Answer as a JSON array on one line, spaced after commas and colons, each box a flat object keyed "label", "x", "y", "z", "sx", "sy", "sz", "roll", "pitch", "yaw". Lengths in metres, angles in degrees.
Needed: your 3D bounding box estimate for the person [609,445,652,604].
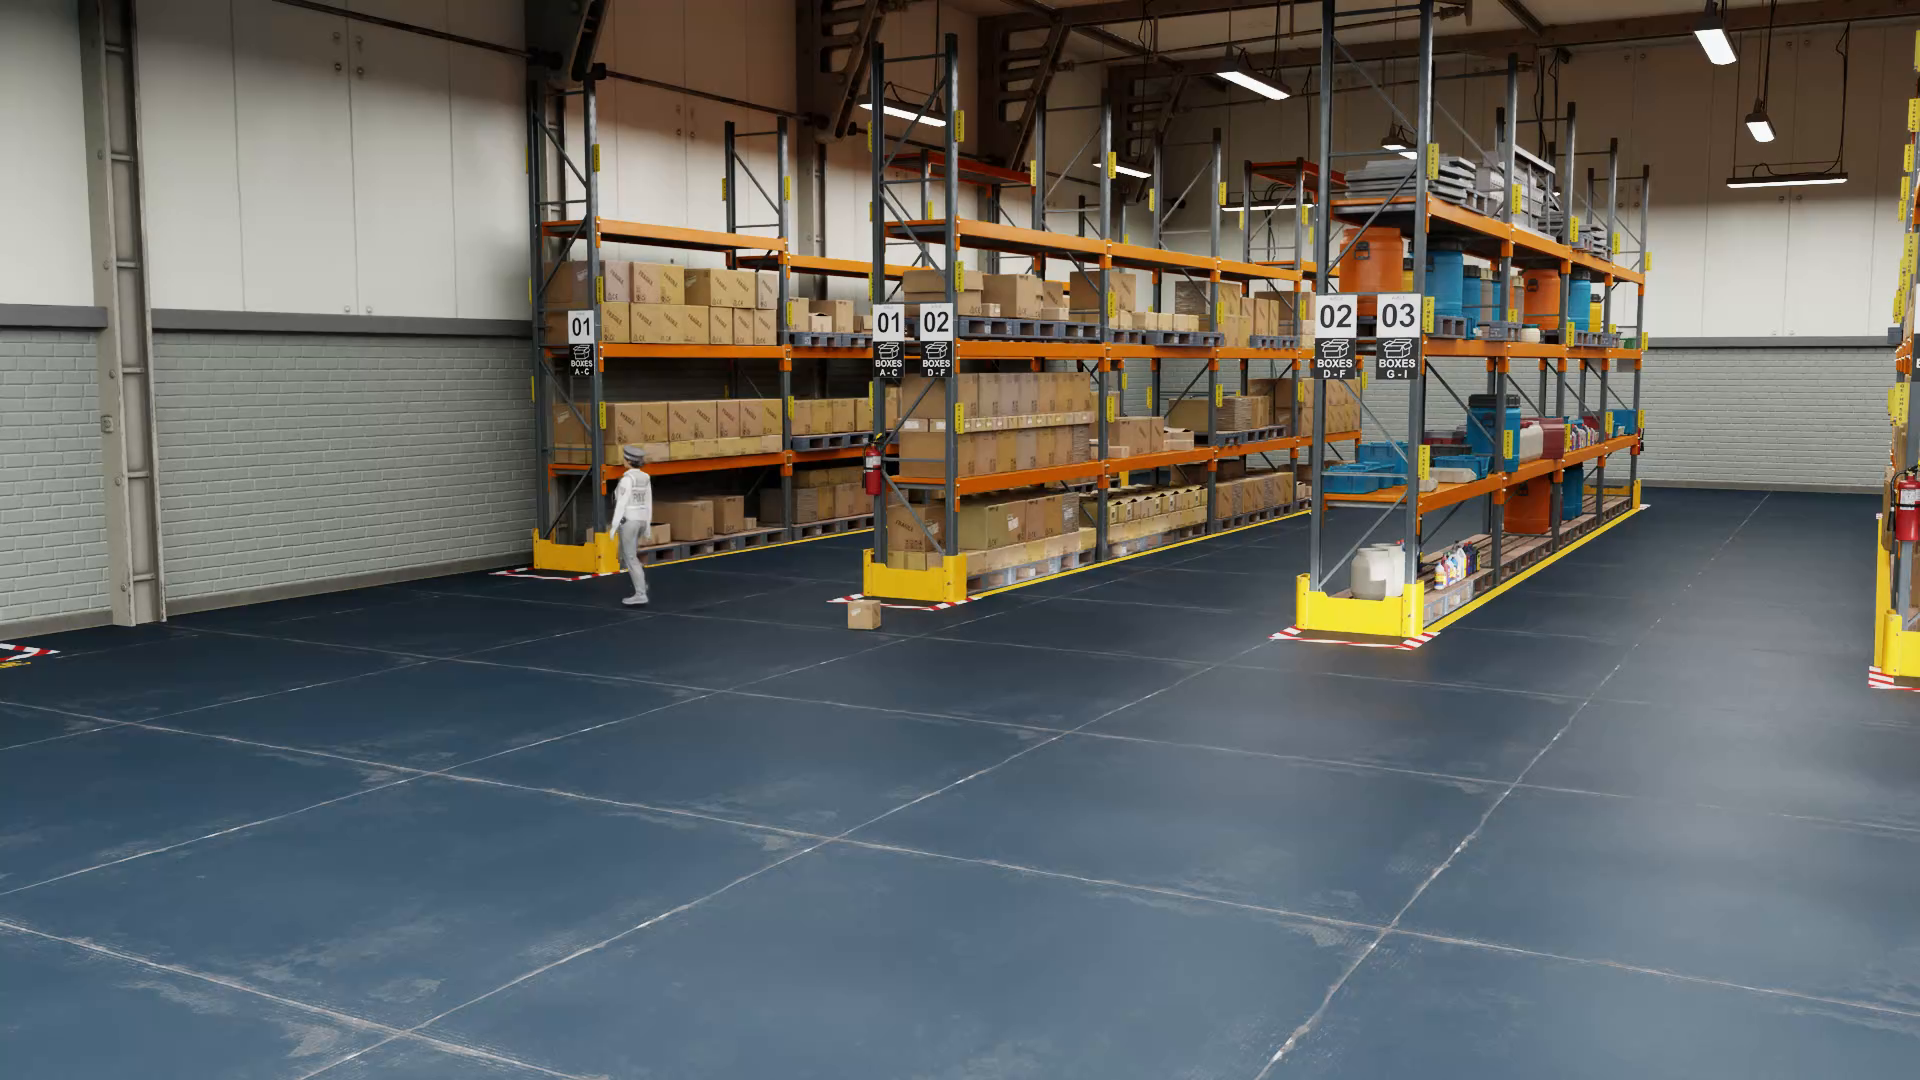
[{"label": "person", "x": -3.494, "y": -0.149, "z": 17.535, "sx": 0.441, "sy": 1.710, "sz": 0.495, "roll": 2, "pitch": 6, "yaw": 19}]
